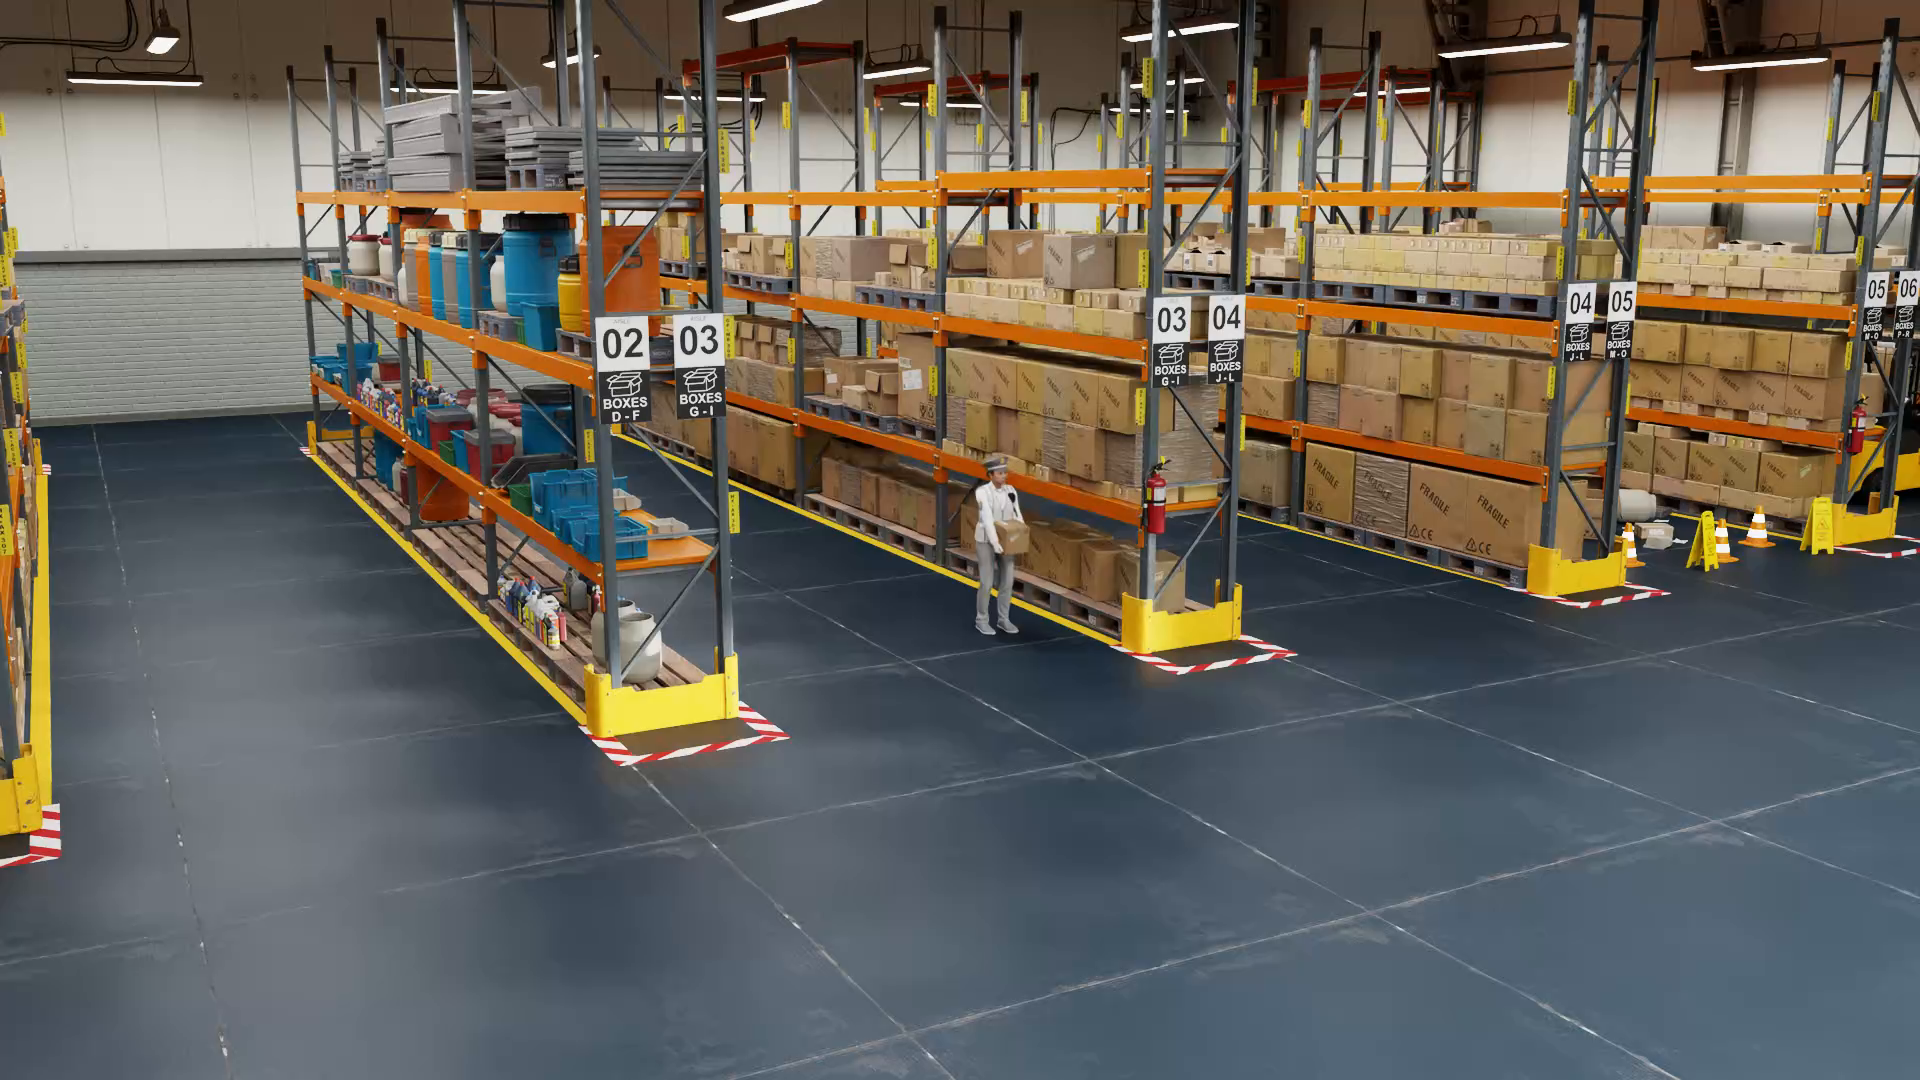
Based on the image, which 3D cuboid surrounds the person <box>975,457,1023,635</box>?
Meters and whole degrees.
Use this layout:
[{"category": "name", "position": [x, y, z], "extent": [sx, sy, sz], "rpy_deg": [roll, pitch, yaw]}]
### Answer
[{"category": "person", "position": [0.386, 0.053, 15.664], "extent": [0.416, 1.687, 0.523], "rpy_deg": [-7, 14, -30]}]
